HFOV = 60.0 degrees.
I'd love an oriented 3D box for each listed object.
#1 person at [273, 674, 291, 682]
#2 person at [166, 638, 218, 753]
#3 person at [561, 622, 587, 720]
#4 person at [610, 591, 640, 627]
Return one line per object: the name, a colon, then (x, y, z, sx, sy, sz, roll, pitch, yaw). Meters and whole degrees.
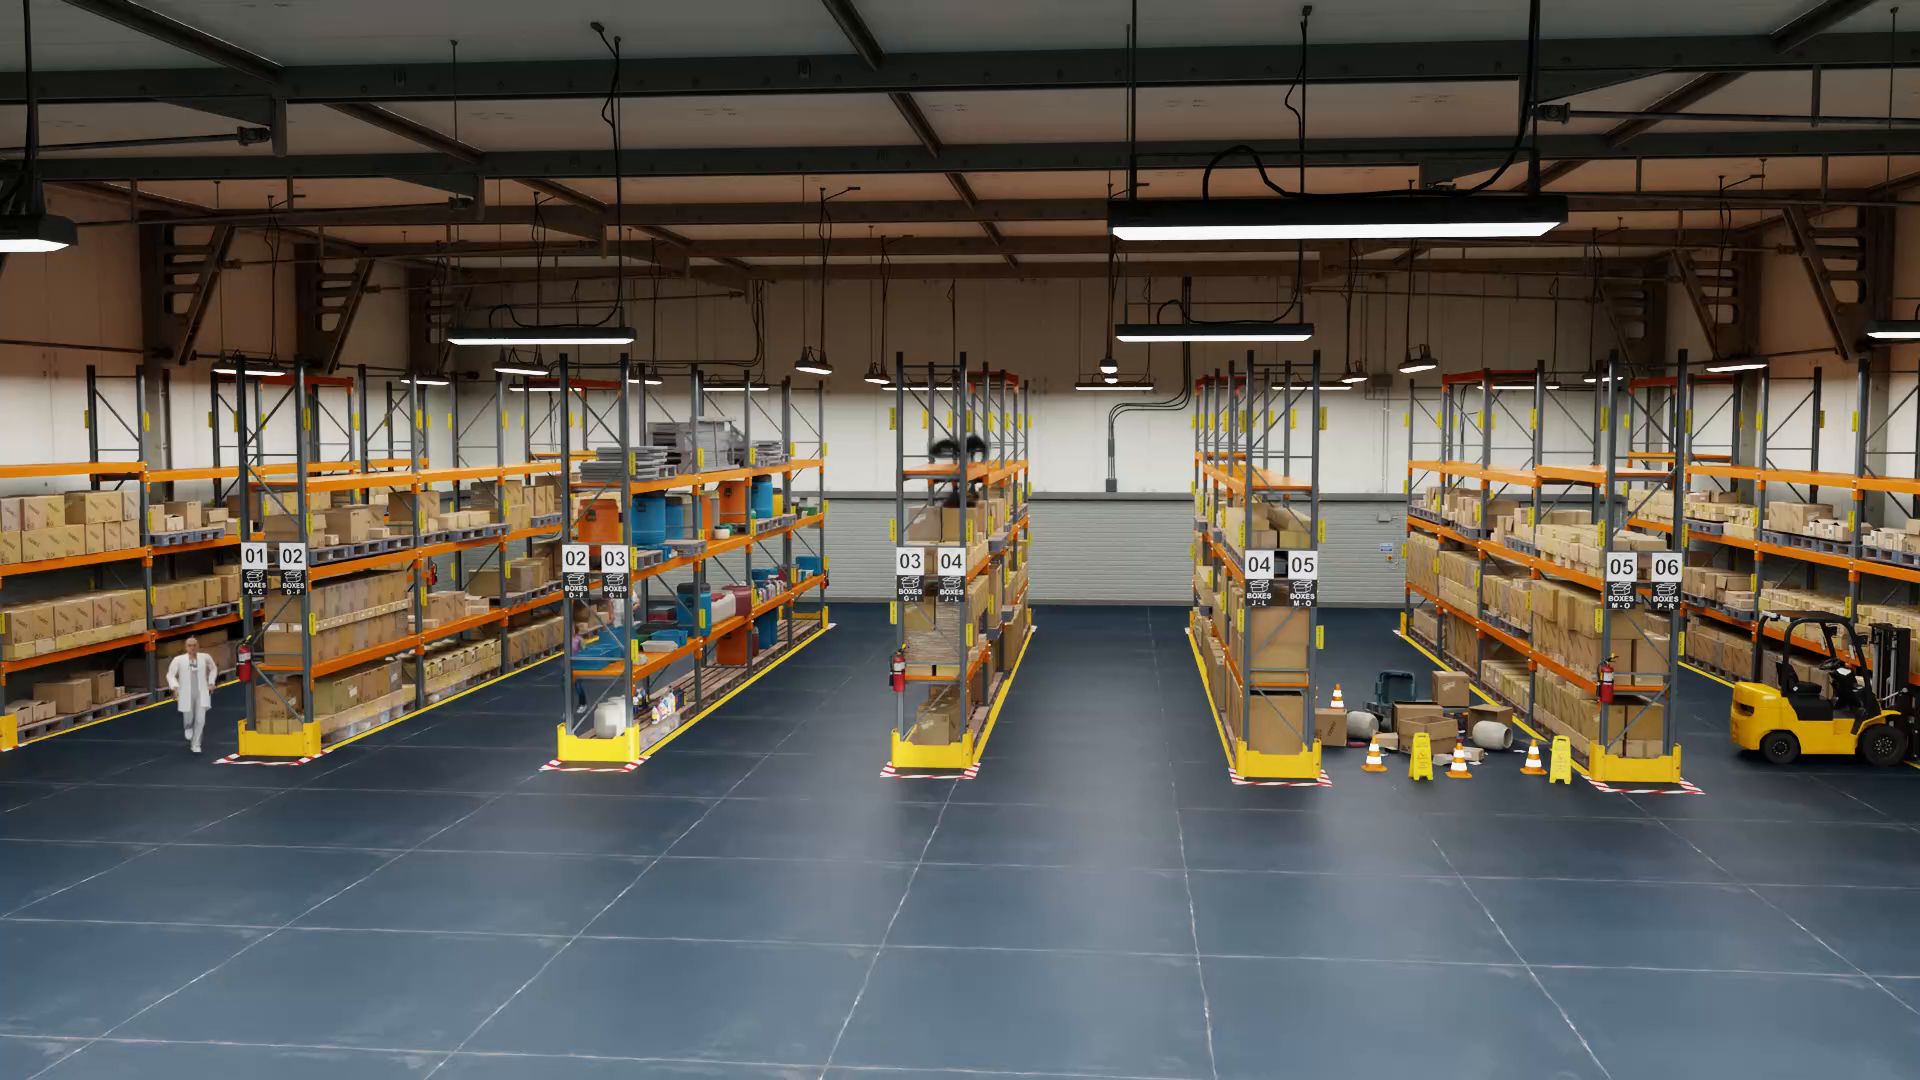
person: (-11.845, 2.129, 29.159, 0.656, 1.667, 0.770, -1, 4, -9)
person: (-11.686, 2.348, 25.339, 0.722, 1.734, 0.797, -2, 5, -28)
person: (-6.523, 2.204, 28.127, 0.541, 1.642, 0.705, 1, 4, 12)
person: (-7.074, 1.651, 34.935, 0.668, 1.781, 0.661, 0, 4, 0)
